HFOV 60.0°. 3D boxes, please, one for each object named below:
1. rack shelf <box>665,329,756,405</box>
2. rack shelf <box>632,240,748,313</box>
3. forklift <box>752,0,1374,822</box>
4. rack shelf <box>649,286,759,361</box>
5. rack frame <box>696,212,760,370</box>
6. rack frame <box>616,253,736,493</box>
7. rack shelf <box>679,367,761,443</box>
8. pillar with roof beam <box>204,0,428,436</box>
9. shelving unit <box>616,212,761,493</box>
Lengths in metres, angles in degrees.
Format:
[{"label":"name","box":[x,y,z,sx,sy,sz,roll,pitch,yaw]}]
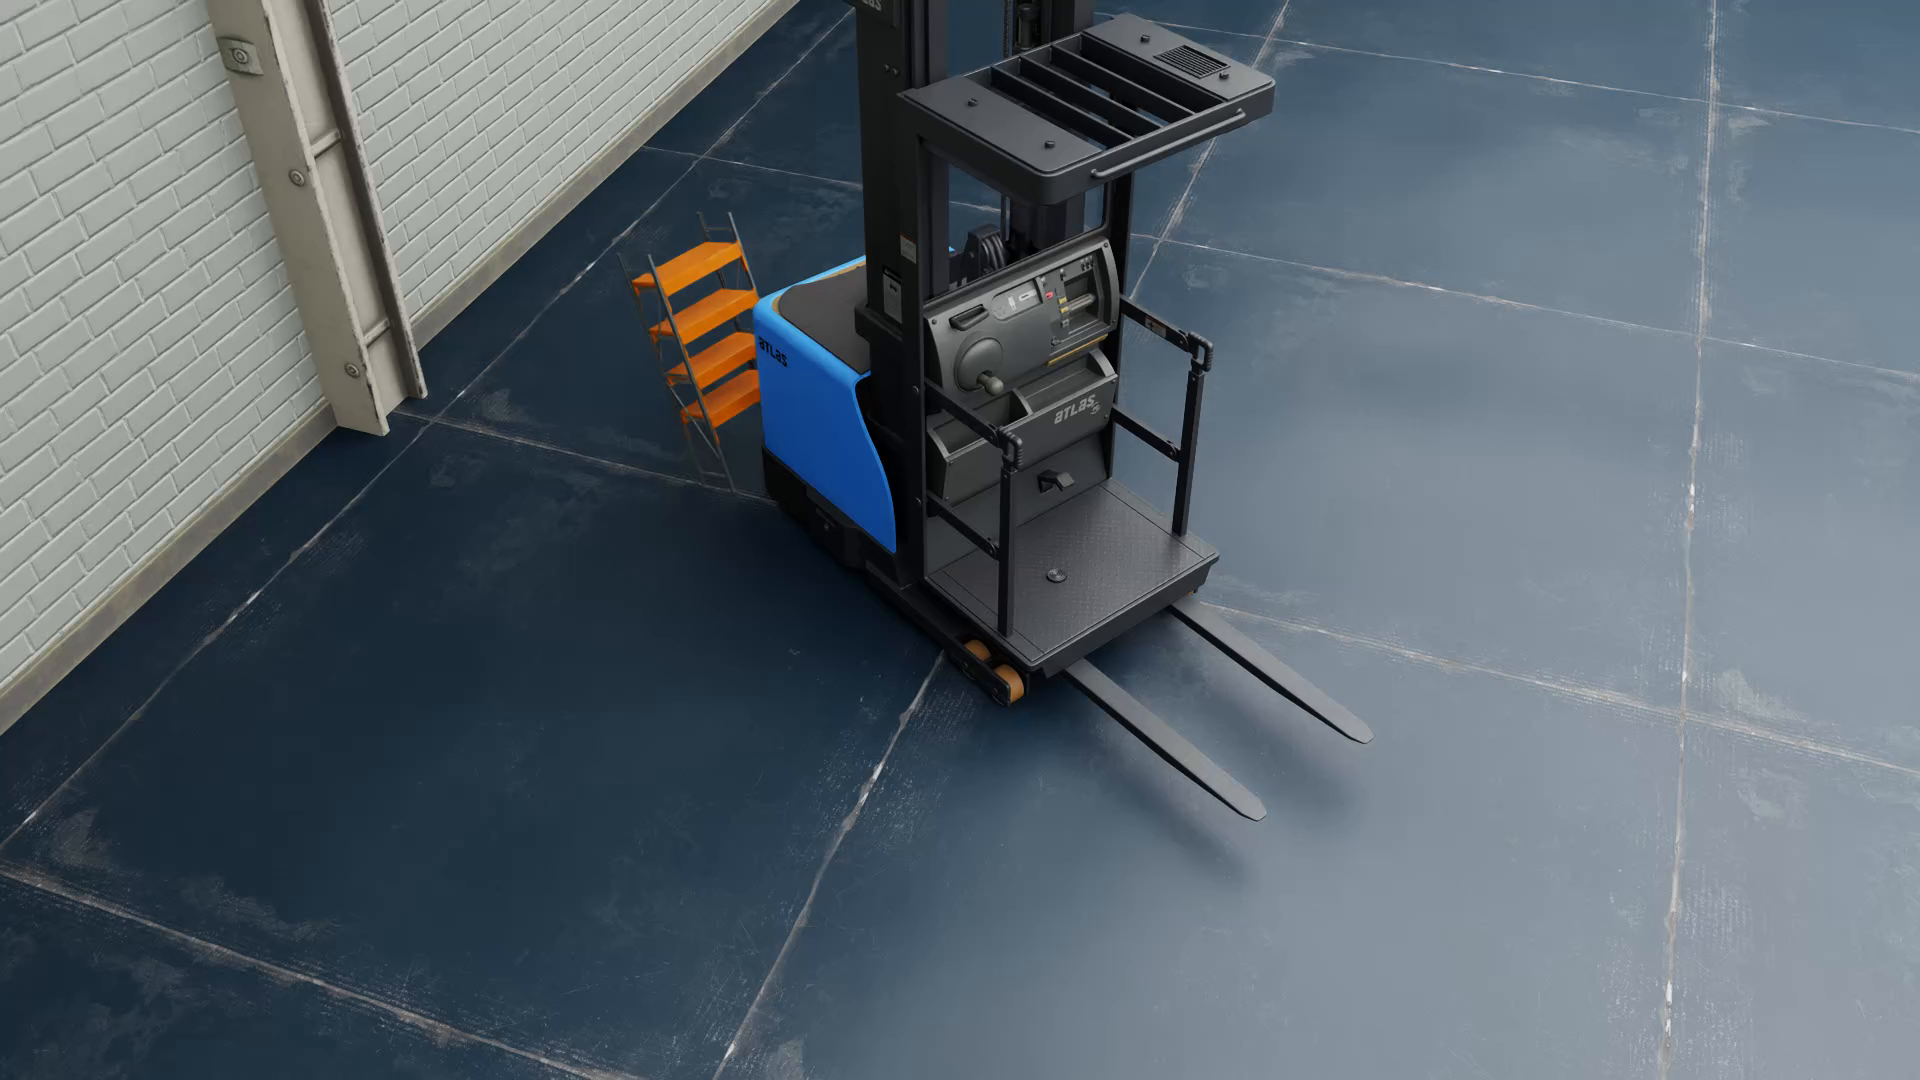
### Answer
[{"label":"rack shelf","box":[-1.124,-0.816,7.813,0.258,0.148,0.480,11,37,43]},{"label":"rack shelf","box":[-1.241,-1.211,7.608,0.258,0.148,0.480,11,37,43]},{"label":"forklift","box":[0.395,-0.802,6.386,1.130,2.935,3.031,-28,48,-29]},{"label":"rack shelf","box":[-1.181,-1.008,7.713,0.258,0.148,0.480,11,37,43]},{"label":"rack frame","box":[-0.984,-0.995,7.926,0.240,1.200,0.015,11,37,43]},{"label":"rack frame","box":[-1.298,-0.753,7.640,0.240,1.200,0.015,11,37,43]},{"label":"rack shelf","box":[-1.073,-0.646,7.902,0.258,0.148,0.480,11,37,43]},{"label":"pillar with roof beam","box":[1.088,-3.141,4.452,9.100,9.000,0.400,13,42,15]},{"label":"shelving unit","box":[-1.141,-0.874,7.783,0.258,1.200,0.503,11,37,43]}]
